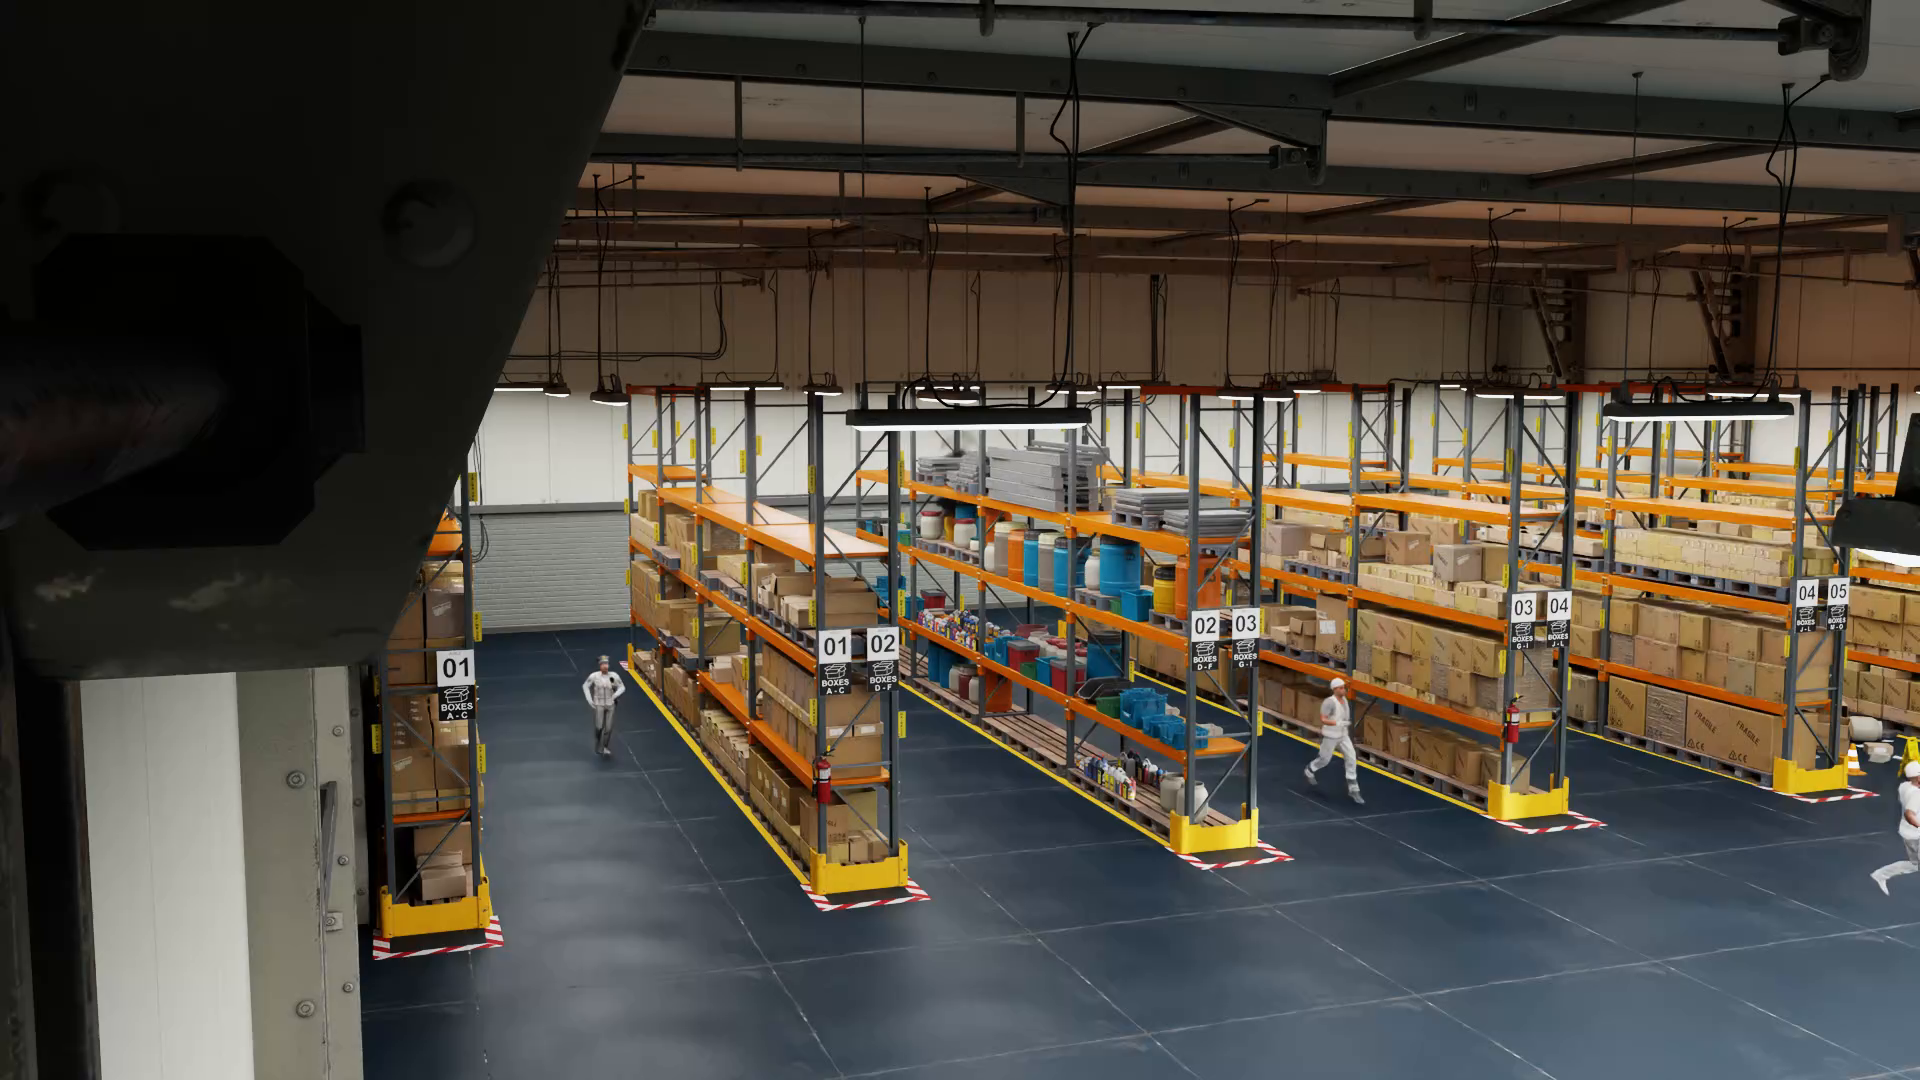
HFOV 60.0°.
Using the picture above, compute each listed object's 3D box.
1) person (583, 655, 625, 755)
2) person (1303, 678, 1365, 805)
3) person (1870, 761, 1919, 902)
[{"bbox_3d":[-5.782,2.697,27.065,0.659,1.666,0.532,-2,6,-17],"label":"person"},{"bbox_3d":[5.483,2.923,24.498,0.621,1.818,1.088,-4,7,-32],"label":"person"},{"bbox_3d":[11.168,3.455,19.471,0.818,1.750,0.696,2,6,16],"label":"person"}]
